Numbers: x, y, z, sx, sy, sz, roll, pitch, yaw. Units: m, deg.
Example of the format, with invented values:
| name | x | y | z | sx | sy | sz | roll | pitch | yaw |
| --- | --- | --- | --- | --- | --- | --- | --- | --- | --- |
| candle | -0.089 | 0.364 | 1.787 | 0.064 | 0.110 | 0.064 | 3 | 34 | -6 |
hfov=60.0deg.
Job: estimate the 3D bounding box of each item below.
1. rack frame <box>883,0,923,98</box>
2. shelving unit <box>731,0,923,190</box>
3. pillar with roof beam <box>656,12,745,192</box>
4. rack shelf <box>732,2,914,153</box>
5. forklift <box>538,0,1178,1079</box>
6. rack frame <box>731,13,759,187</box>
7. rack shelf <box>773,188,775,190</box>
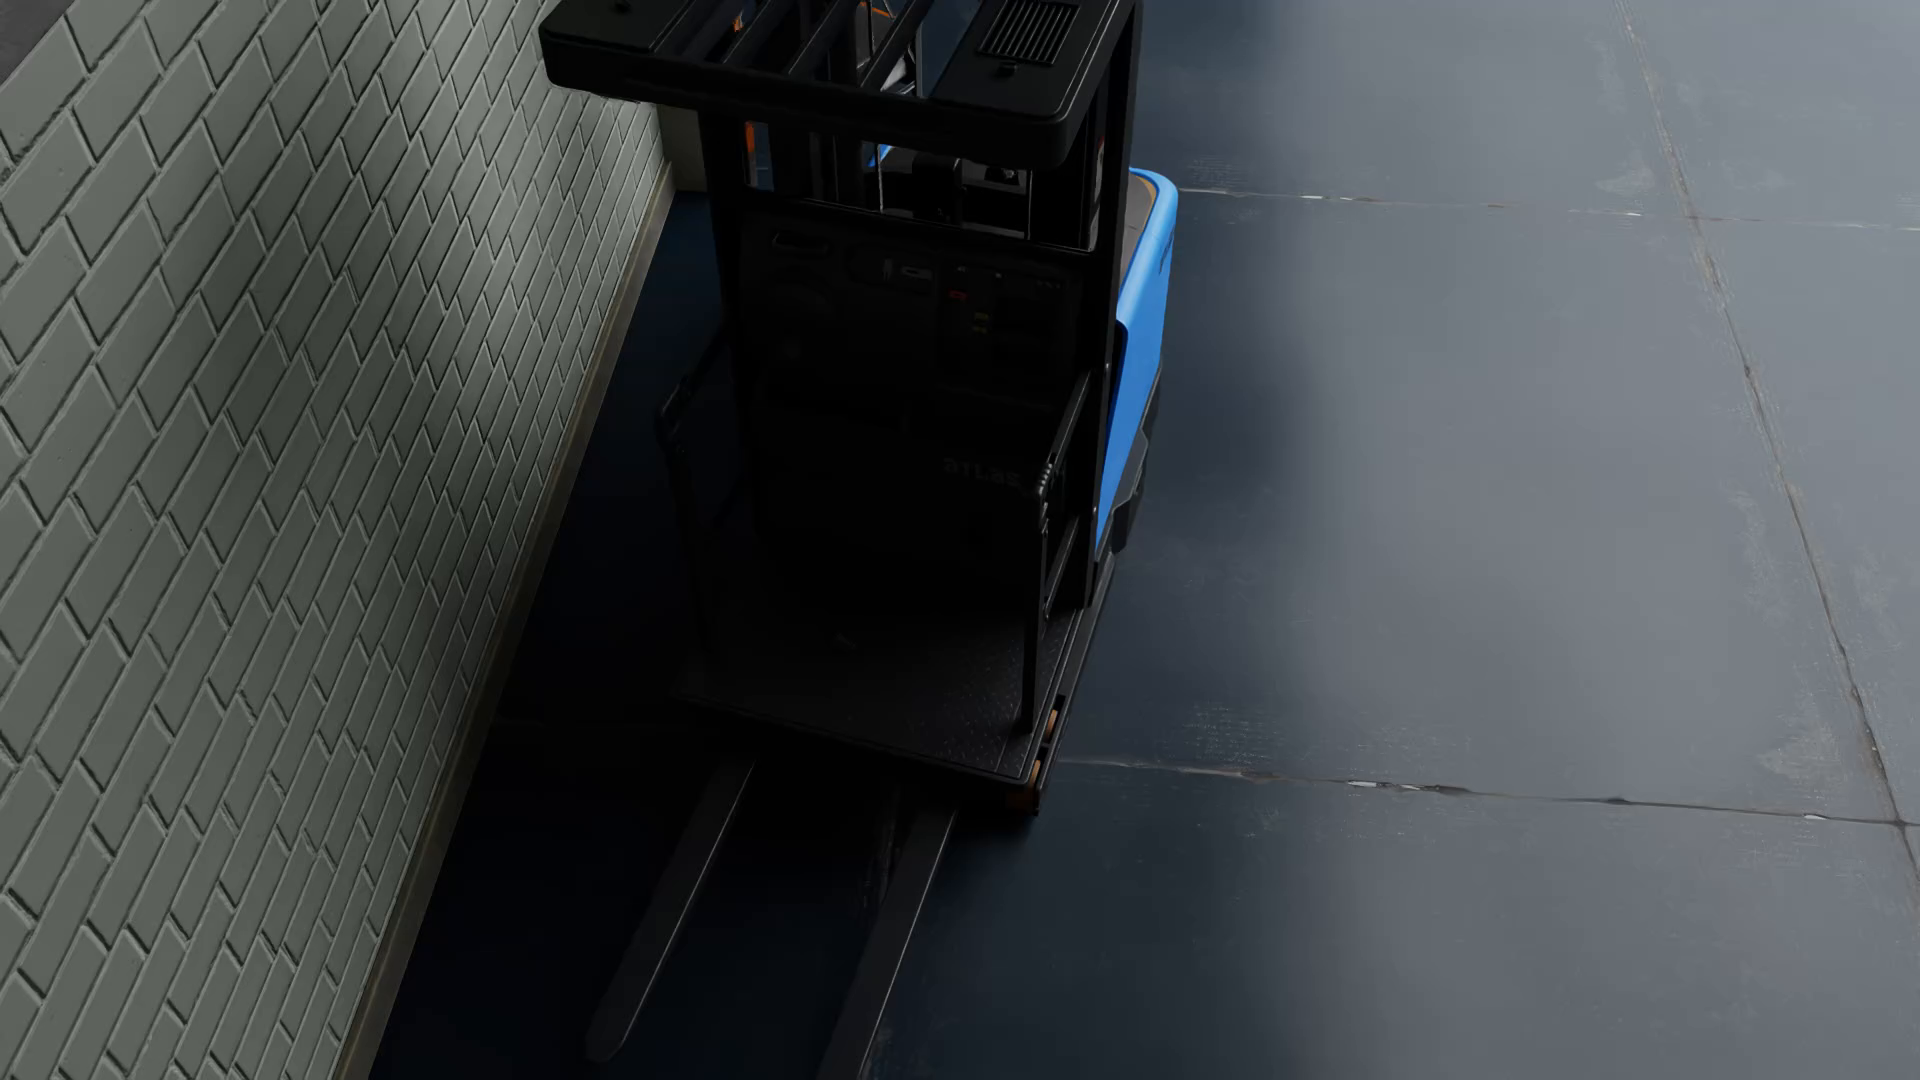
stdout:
| name | x | y | z | sx | sy | sz | roll | pitch | yaw |
| --- | --- | --- | --- | --- | --- | --- | --- | --- | --- |
| rack frame | -0.256 | -1.486 | 5.686 | 0.015 | 2.100 | 0.400 | 29 | 54 | 24 |
| shelving unit | -0.451 | -1.594 | 5.785 | 0.503 | 2.100 | 0.431 | 29 | 54 | 24 |
| pillar with roof beam | 3.205 | -4.385 | 3.662 | 9.100 | 9.000 | 0.400 | 4 | 48 | 4 |
| rack shelf | -0.451 | -1.584 | 5.795 | 0.480 | 0.518 | 0.431 | 29 | 54 | 24 |
| forklift | -0.198 | -0.512 | 4.232 | 1.130 | 2.935 | 3.031 | 13 | 49 | 11 |
| rack frame | -0.646 | -1.701 | 5.883 | 0.015 | 2.100 | 0.400 | 29 | 54 | 24 |
| rack shelf | -0.451 | -1.112 | 6.311 | 0.480 | 0.518 | 0.431 | 29 | 54 | 24 |
